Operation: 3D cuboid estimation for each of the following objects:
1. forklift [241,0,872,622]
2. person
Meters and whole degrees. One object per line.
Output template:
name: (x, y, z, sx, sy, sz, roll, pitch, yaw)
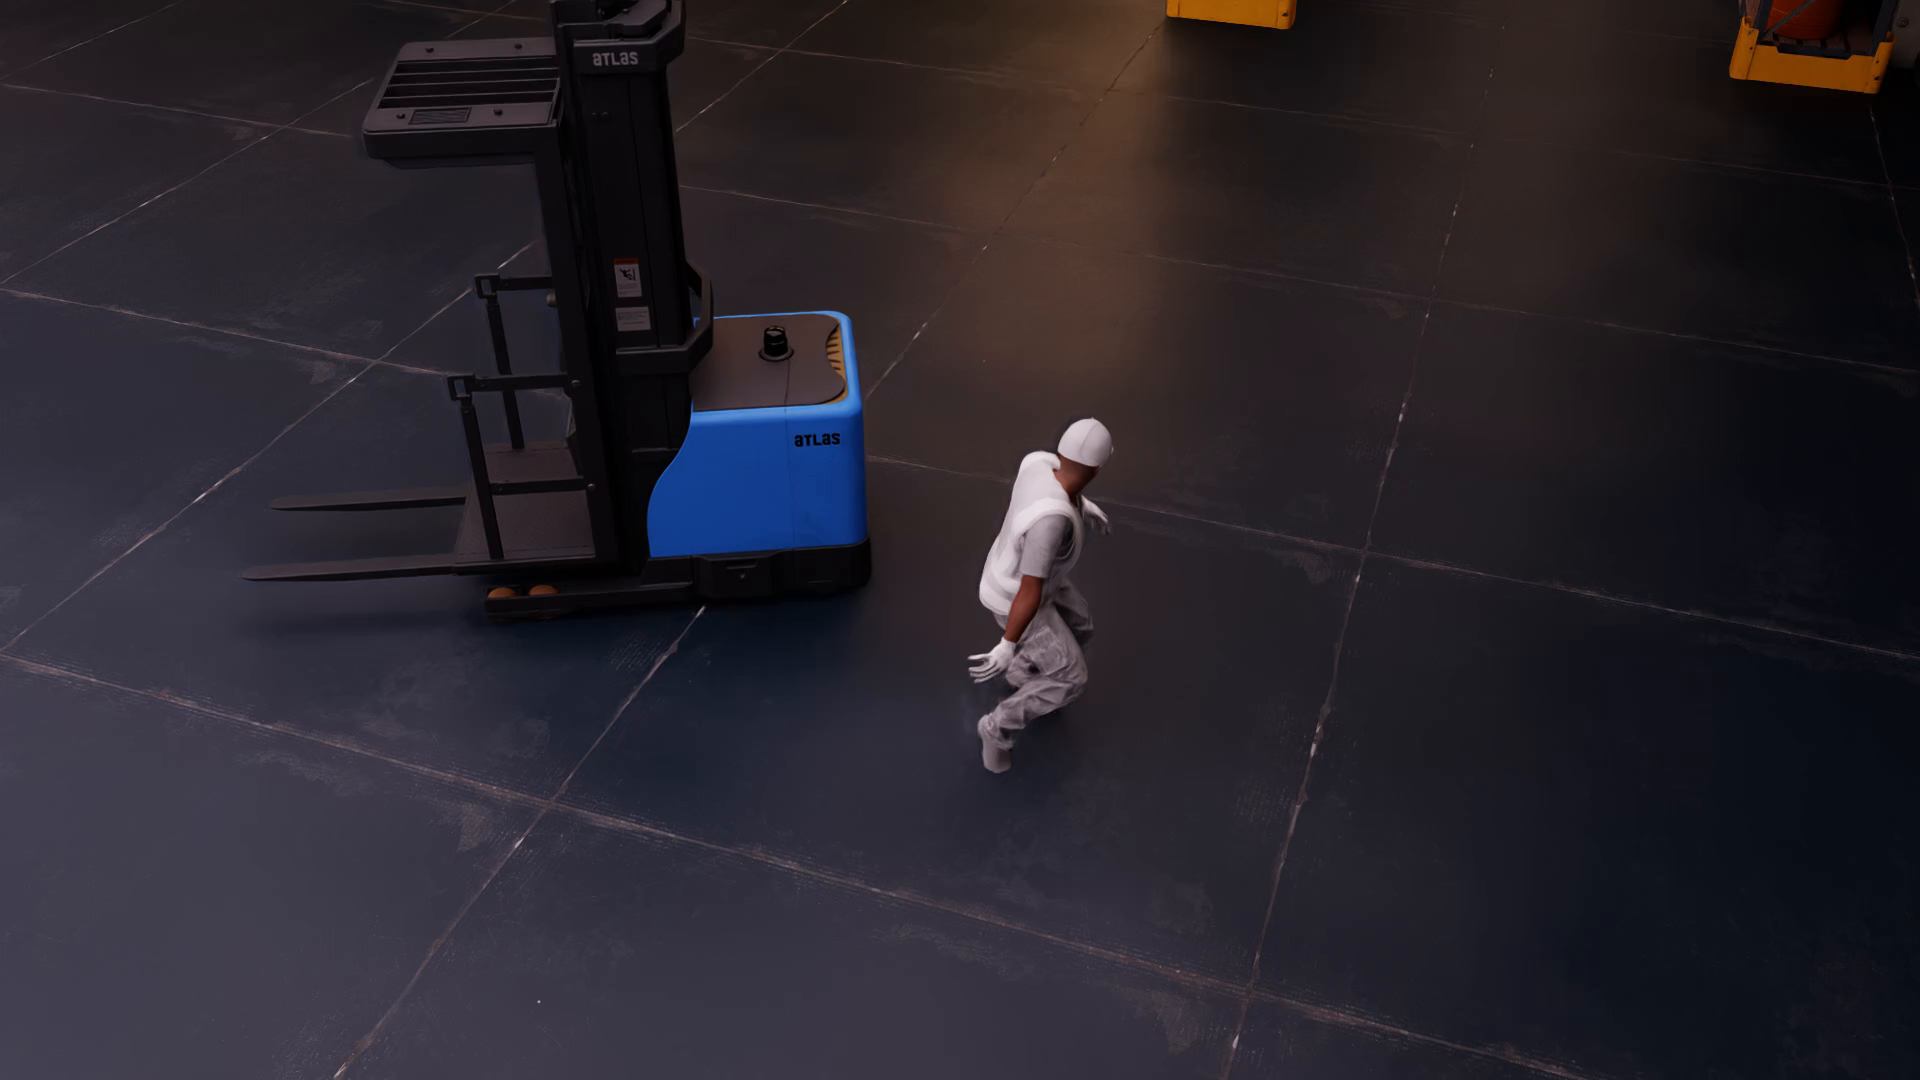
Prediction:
forklift: (-1.994, -1.121, 7.692, 3.031, 2.935, 1.130, -4, 36, -5)
person: (0.330, 0.246, 6.977, 0.518, 1.659, 1.044, 6, 36, 9)
